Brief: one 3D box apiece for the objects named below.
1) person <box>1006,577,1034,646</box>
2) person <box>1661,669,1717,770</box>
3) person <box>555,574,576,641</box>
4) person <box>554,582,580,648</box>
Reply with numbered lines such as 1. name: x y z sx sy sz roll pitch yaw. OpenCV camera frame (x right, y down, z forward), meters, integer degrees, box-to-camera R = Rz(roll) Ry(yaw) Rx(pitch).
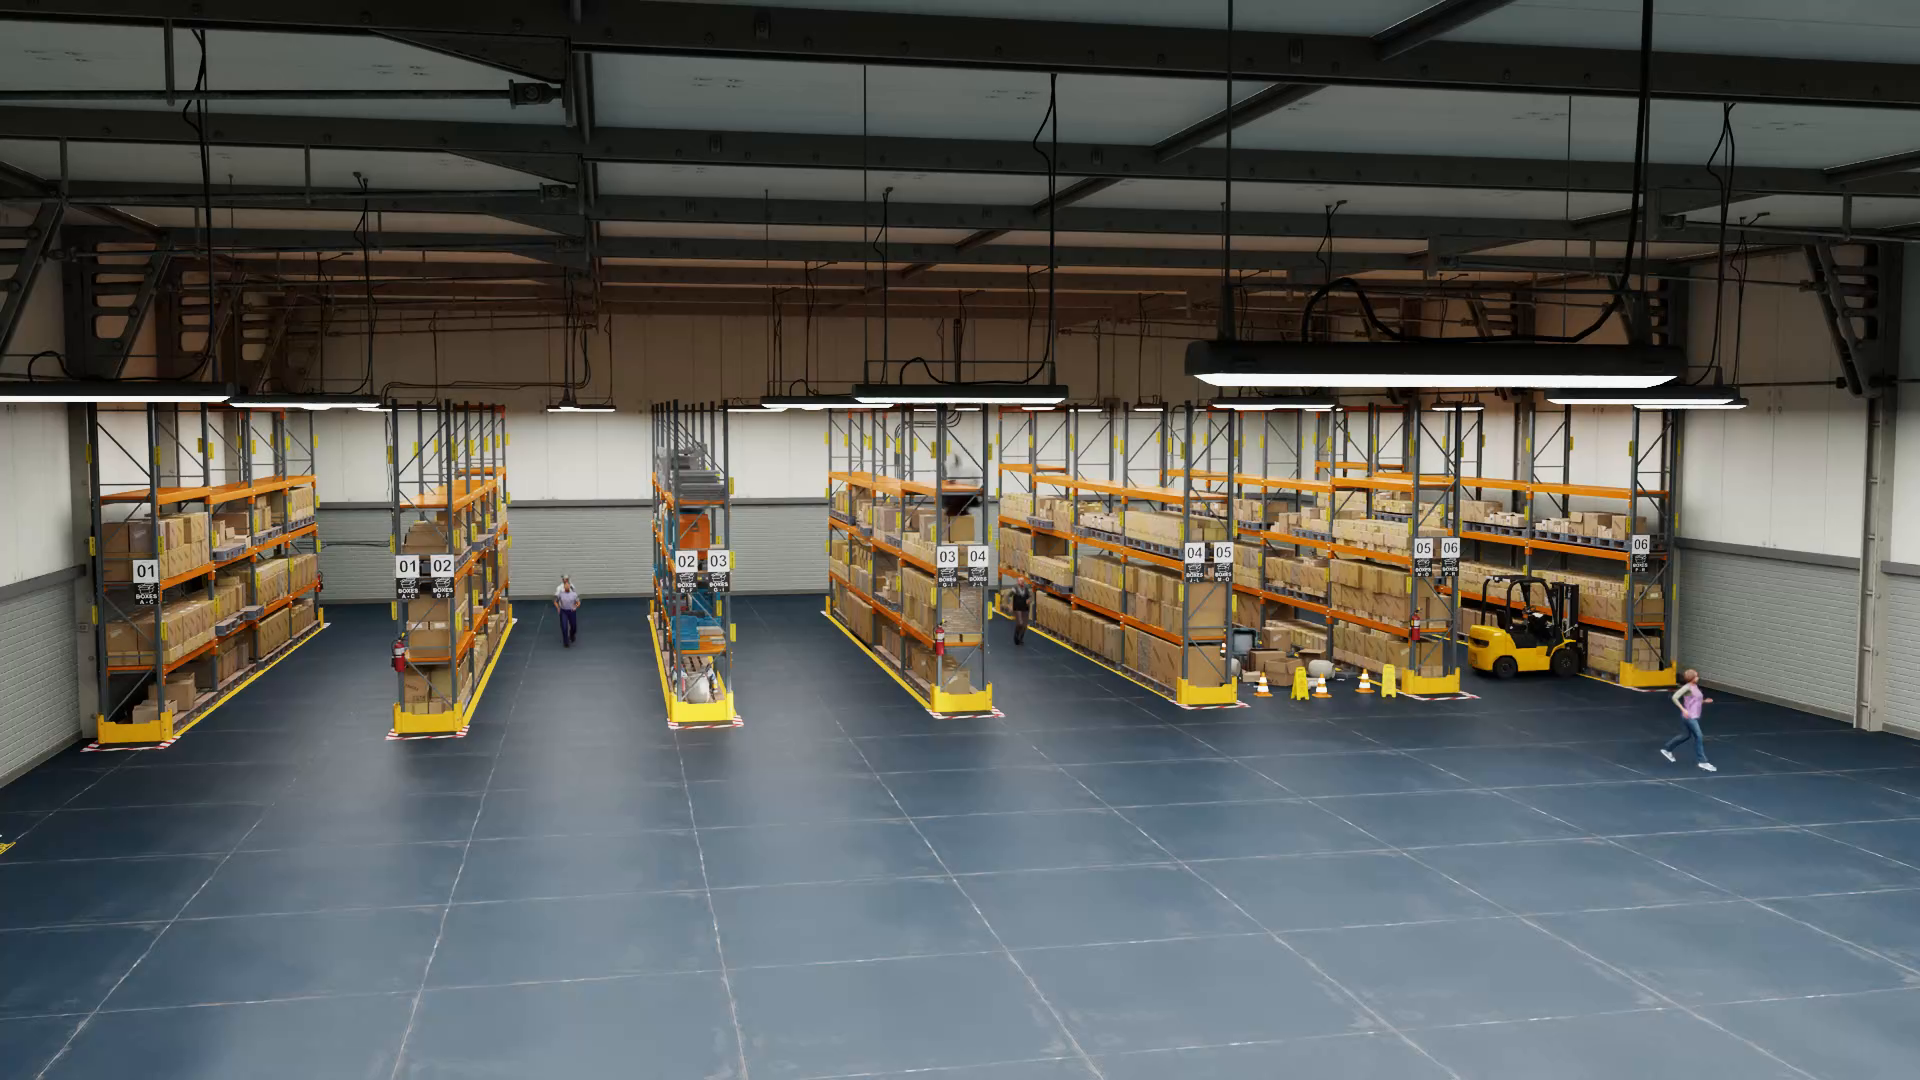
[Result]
1. person: 1.514 1.806 41.076 0.630 1.627 0.678 -1 5 -18
2. person: 11.784 2.877 26.856 0.879 1.594 0.532 3 5 36
3. person: -10.036 1.691 42.409 0.579 1.692 0.851 -2 5 -24
4. person: -9.699 1.833 41.081 0.638 1.604 0.660 -1 4 -16
